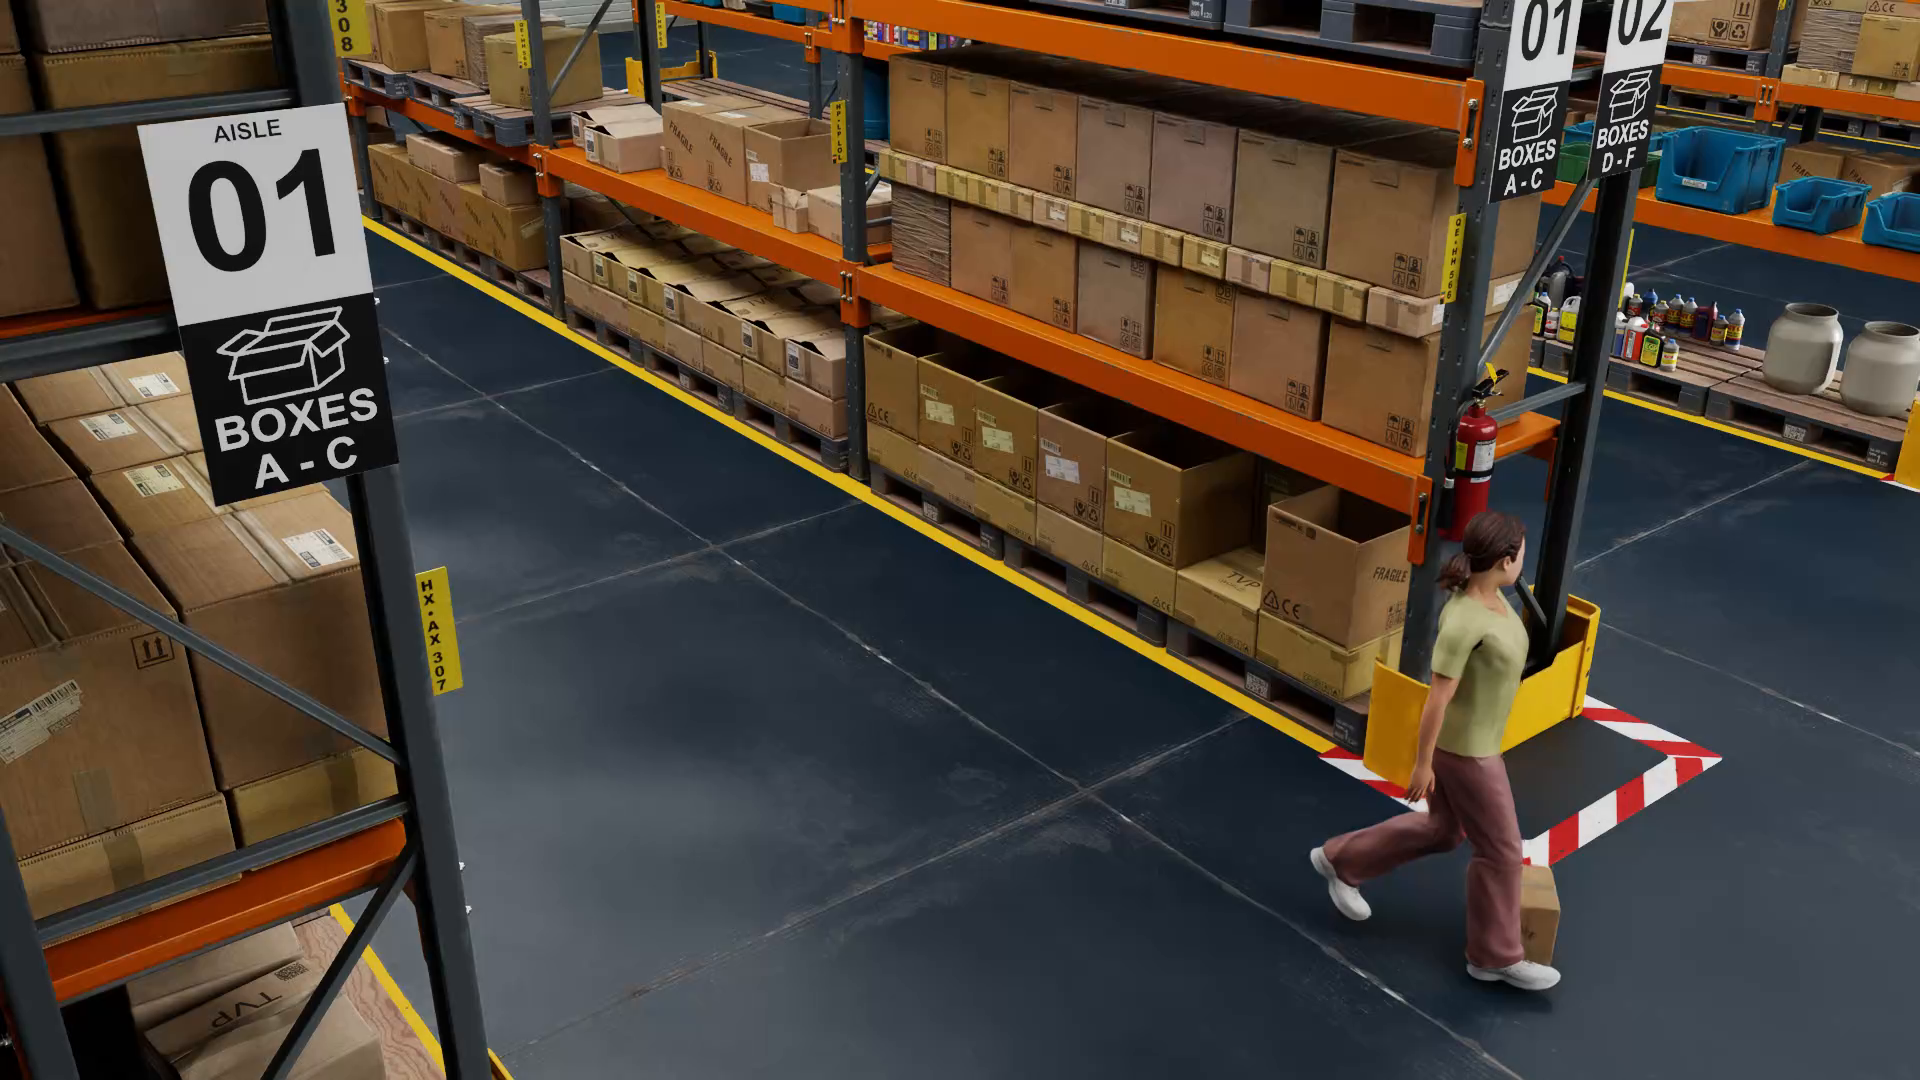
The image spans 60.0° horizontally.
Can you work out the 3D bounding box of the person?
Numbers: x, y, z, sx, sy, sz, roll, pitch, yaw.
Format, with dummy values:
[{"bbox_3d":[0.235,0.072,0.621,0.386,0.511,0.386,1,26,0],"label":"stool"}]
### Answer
[{"bbox_3d":[1.684,0.672,5.632,0.898,1.623,0.513,9,26,19],"label":"person"}]
